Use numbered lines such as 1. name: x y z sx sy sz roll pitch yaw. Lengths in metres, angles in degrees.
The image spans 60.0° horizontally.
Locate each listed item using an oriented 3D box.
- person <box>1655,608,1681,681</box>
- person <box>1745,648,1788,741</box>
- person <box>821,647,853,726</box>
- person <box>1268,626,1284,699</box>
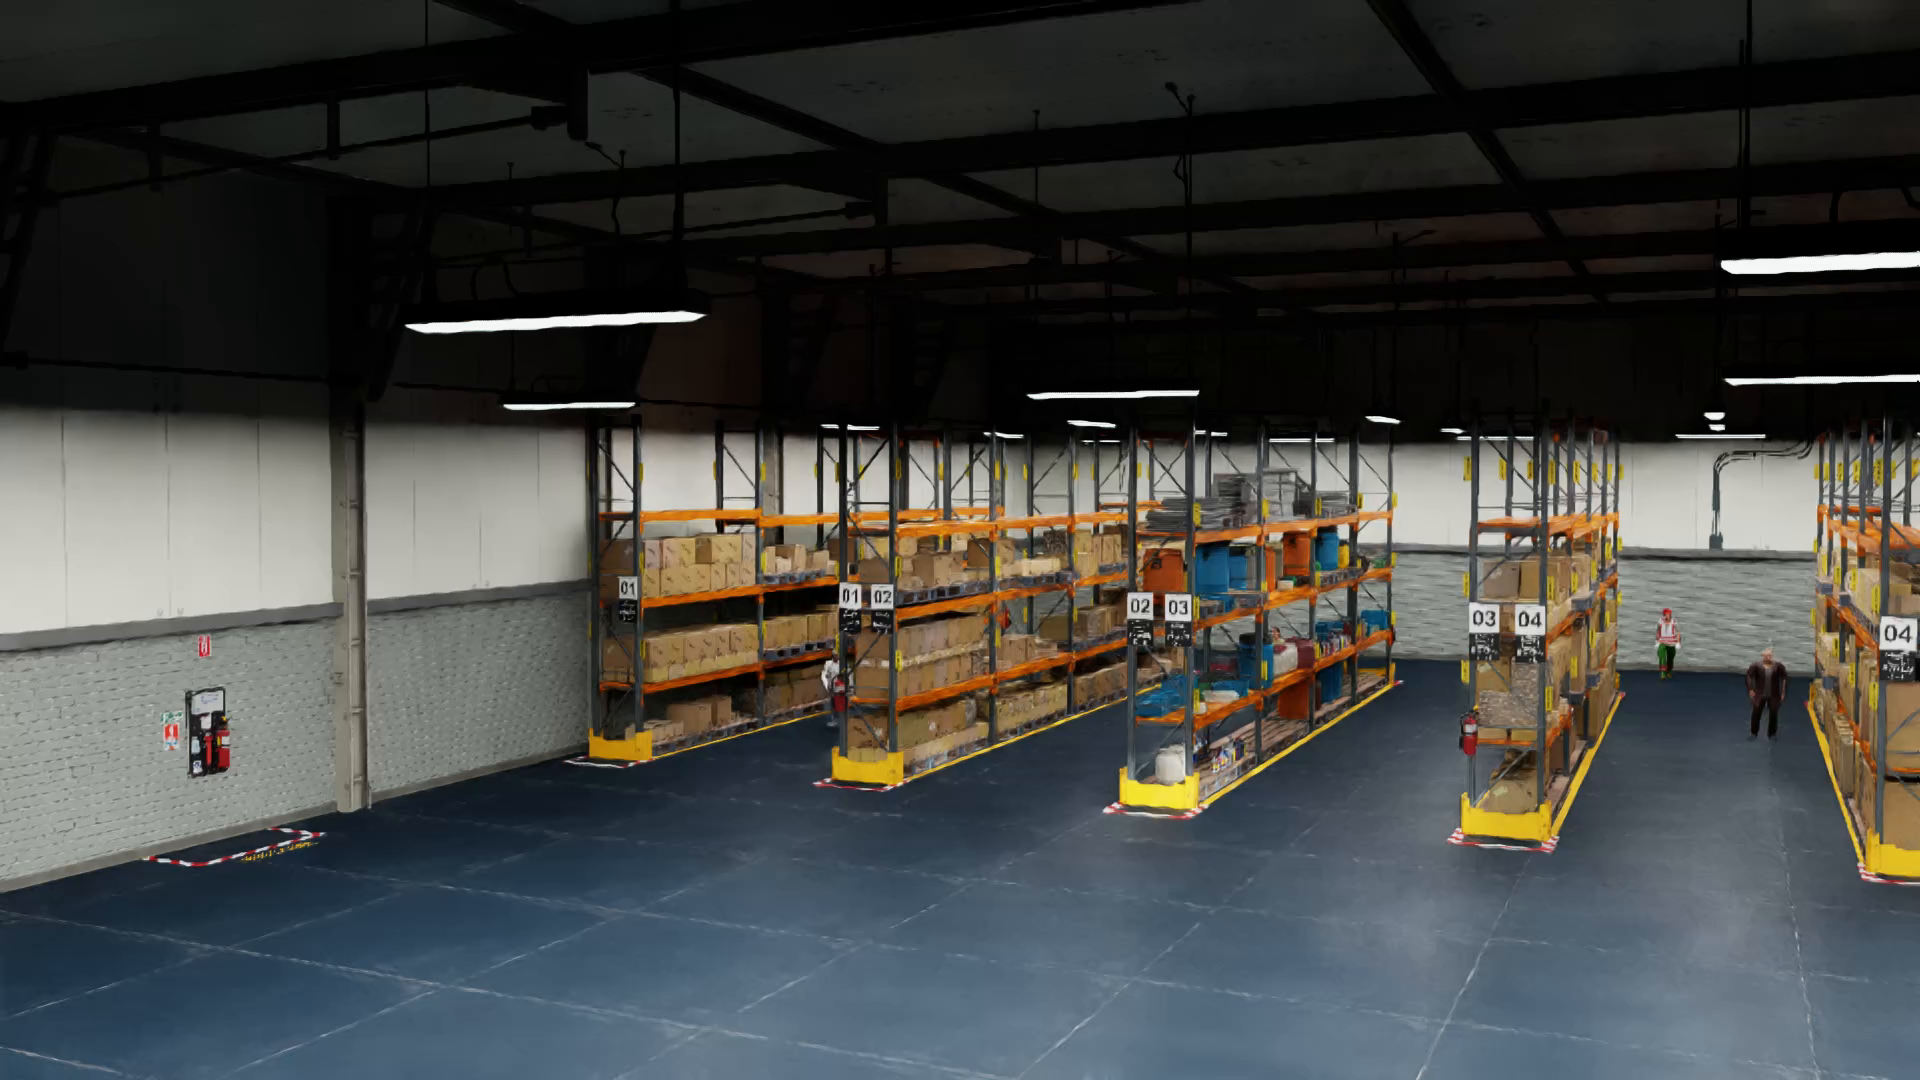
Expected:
1. person: 17.014 2.491 39.961 0.567 1.736 1.039 1 3 24
2. person: 15.000 2.867 30.946 0.729 1.733 0.546 1 3 23
3. person: -2.369 2.856 32.320 0.630 1.608 0.811 0 2 8
4. person: 7.003 2.694 36.734 0.524 1.589 1.139 2 3 38
